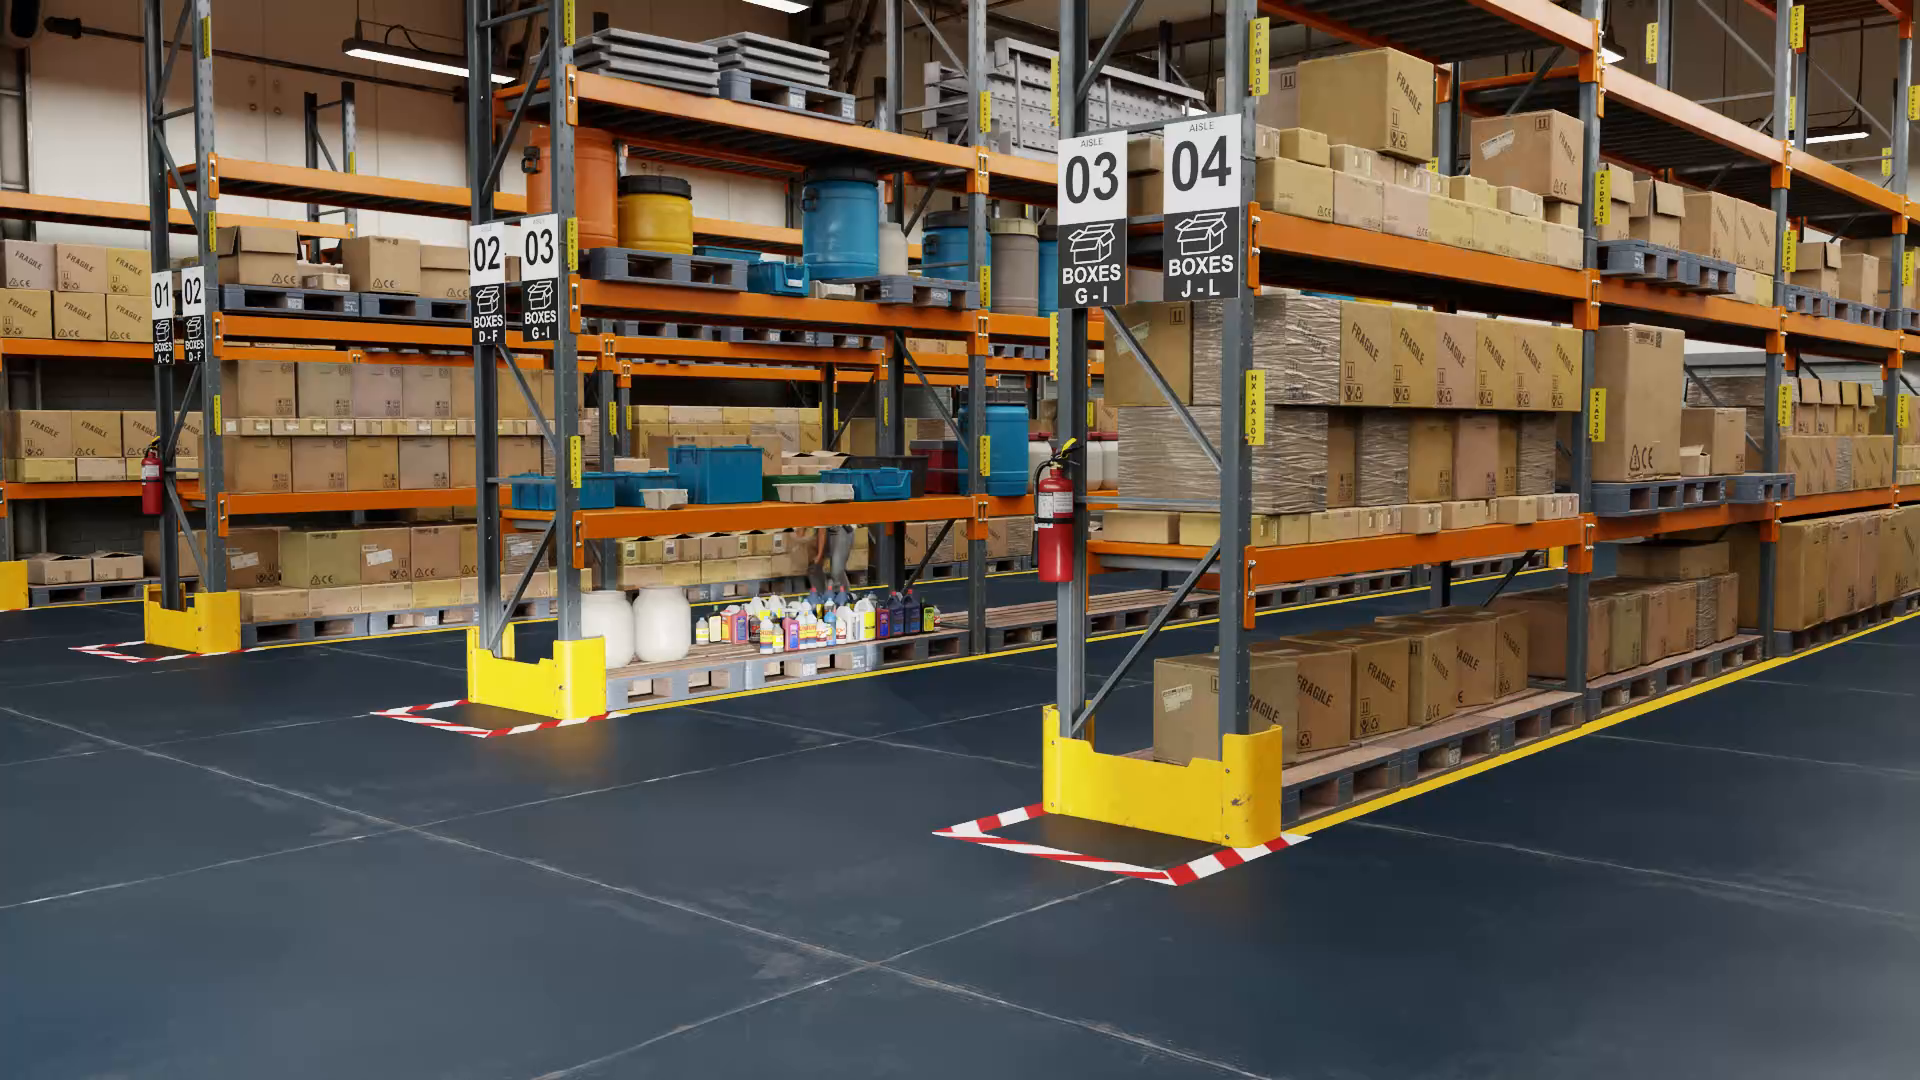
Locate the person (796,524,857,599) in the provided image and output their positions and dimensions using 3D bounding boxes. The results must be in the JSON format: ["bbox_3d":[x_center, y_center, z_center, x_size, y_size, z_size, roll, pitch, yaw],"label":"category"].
[{"bbox_3d":[-1.406,0.074,16.544,0.451,1.390,0.848,3,5,40],"label":"person"}]
